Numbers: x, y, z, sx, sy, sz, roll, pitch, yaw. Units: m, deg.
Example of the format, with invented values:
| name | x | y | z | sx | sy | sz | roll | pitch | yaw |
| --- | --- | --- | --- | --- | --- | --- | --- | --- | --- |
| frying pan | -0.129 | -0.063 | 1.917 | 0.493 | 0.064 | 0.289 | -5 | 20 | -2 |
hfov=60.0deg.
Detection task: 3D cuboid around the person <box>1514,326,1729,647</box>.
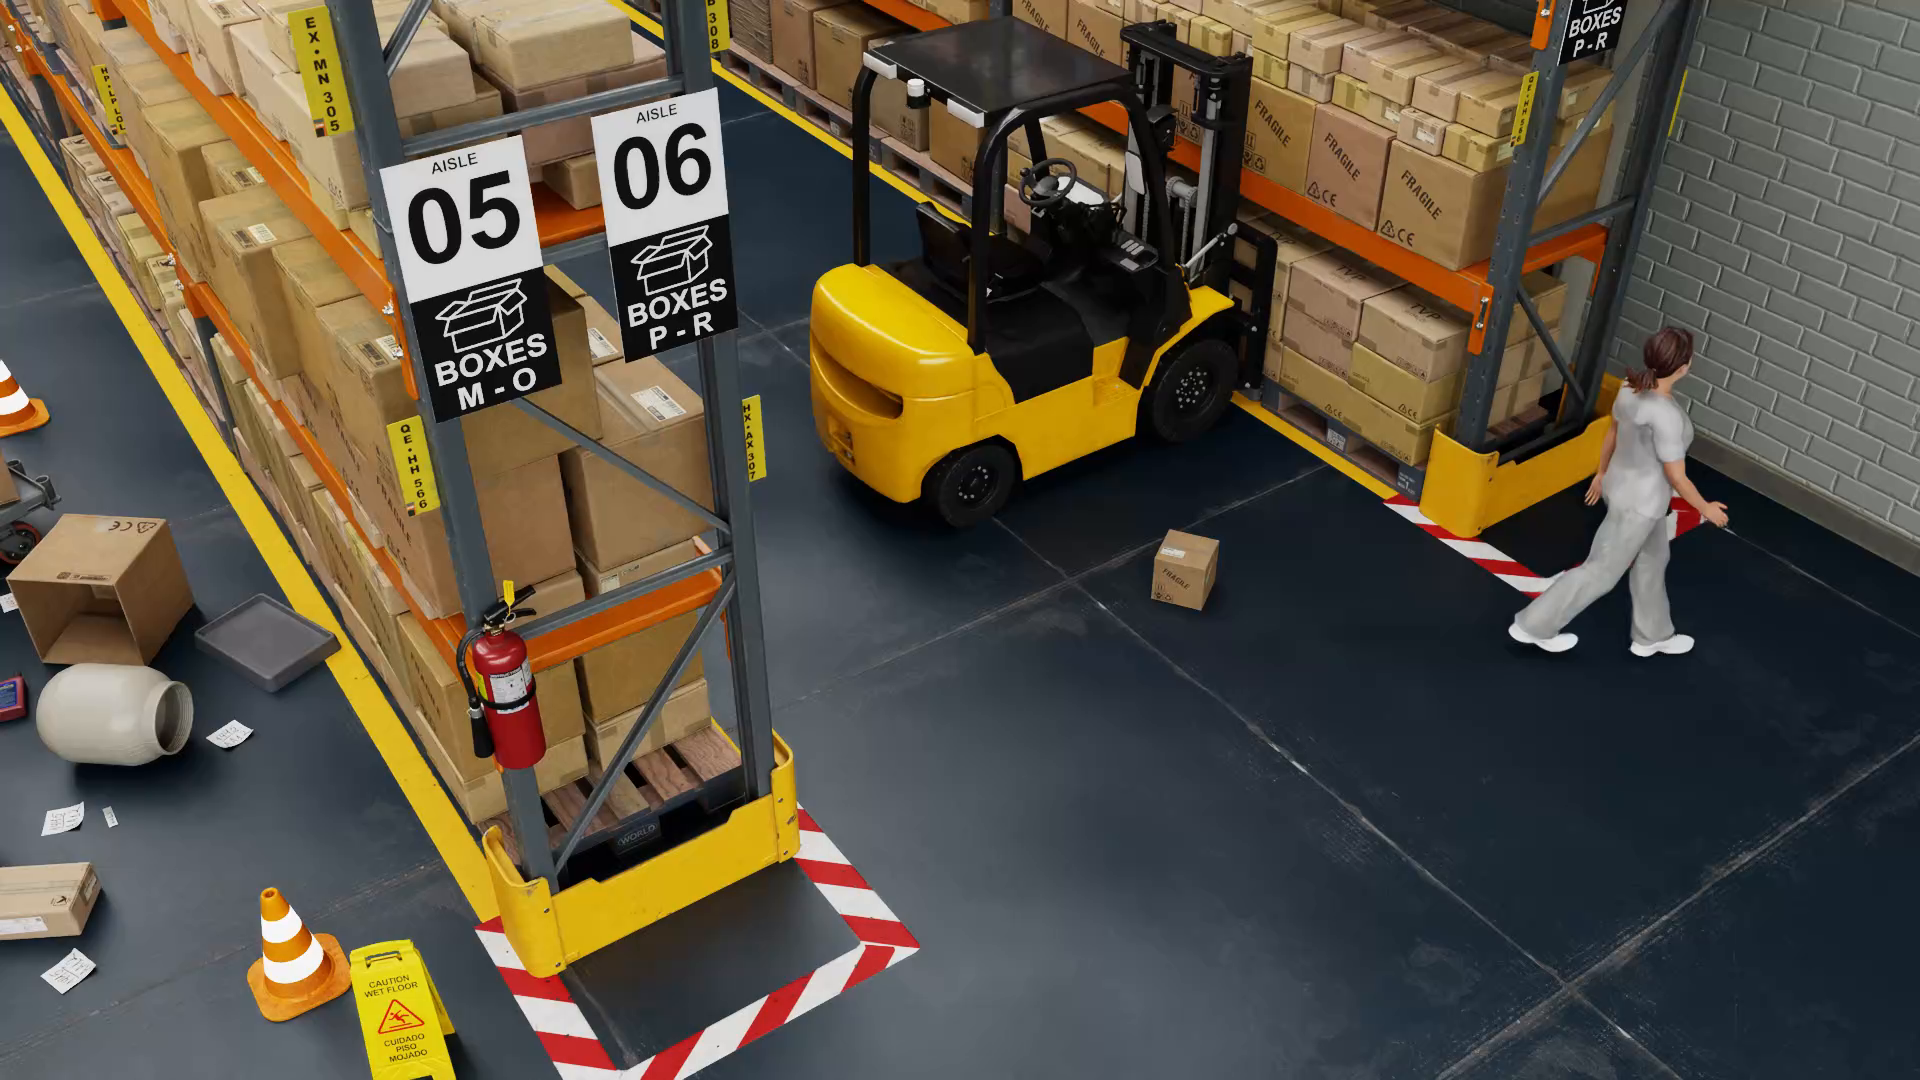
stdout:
| name | x | y | z | sx | sy | sz | roll | pitch | yaw |
| --- | --- | --- | --- | --- | --- | --- | --- | --- | --- |
| person | 2.912 | -0.207 | 7.224 | 0.743 | 1.573 | 0.479 | 1 | 36 | 1 |
